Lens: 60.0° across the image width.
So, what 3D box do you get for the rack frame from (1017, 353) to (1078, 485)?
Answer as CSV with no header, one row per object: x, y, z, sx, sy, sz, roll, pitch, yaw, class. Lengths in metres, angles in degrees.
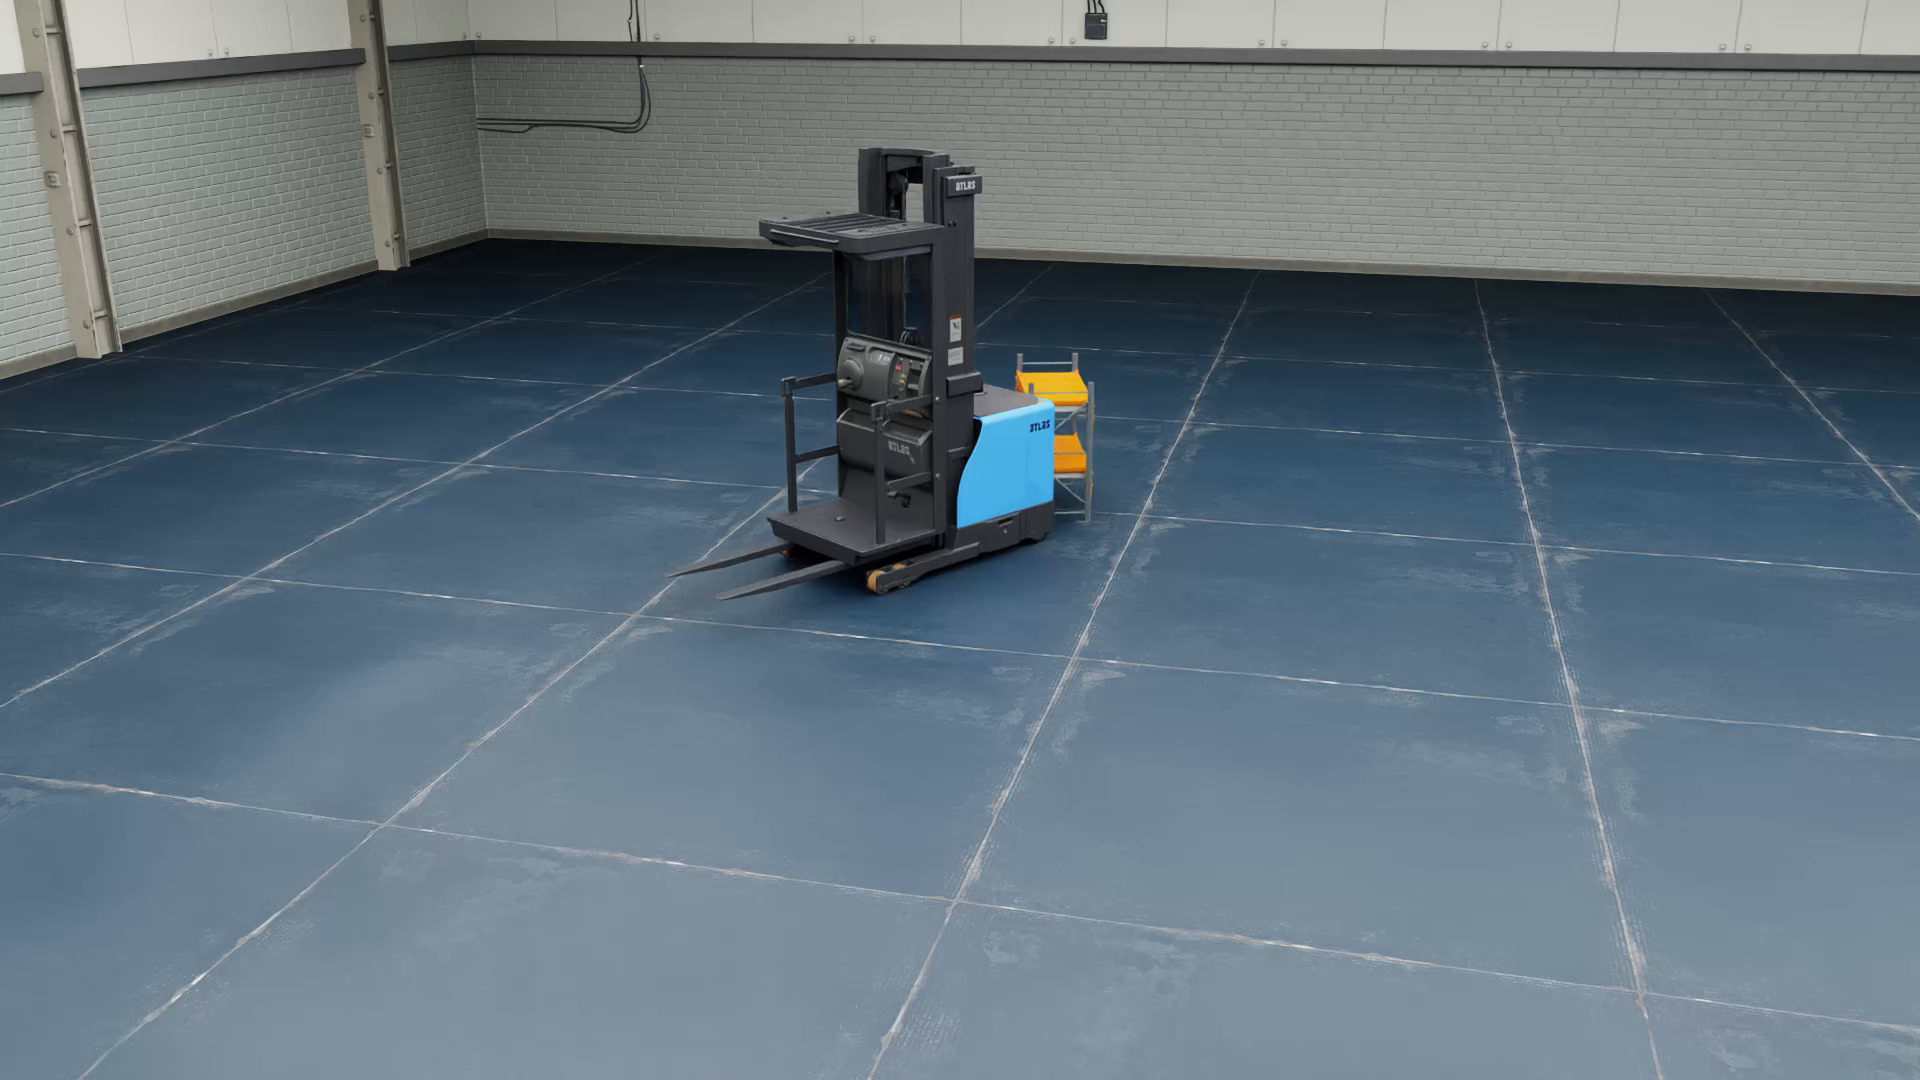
0.721,-1.001,13.879,0.500,1.125,0.032,-1,19,-3,rack frame

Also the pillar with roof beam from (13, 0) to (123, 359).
-5.589,-6.028,16.413,9.100,9.000,0.400,5,19,13,pillar with roof beam

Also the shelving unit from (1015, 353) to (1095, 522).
0.748,-0.837,13.399,0.538,1.125,1.048,-1,19,-3,shelving unit

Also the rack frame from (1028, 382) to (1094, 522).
0.775,-0.673,12.918,0.500,1.125,0.032,-1,19,-3,rack frame

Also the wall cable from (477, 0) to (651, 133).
-6.296,-7.598,25.814,3.097,2.526,0.112,5,19,13,wall cable

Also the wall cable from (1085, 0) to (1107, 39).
2.906,-9.922,22.552,2.305,6.003,0.169,5,19,13,wall cable

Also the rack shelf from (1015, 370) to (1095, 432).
0.748,-1.114,13.304,0.538,0.278,1.000,-1,19,-3,rack shelf

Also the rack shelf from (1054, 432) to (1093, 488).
0.748,-0.606,13.478,0.538,0.278,1.000,-1,19,-3,rack shelf

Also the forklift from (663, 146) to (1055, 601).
-0.695,-1.199,11.663,3.031,2.935,1.130,-17,25,-40,forklift

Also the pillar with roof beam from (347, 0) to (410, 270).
-4.123,-7.908,21.919,9.100,9.000,0.400,5,19,13,pillar with roof beam
